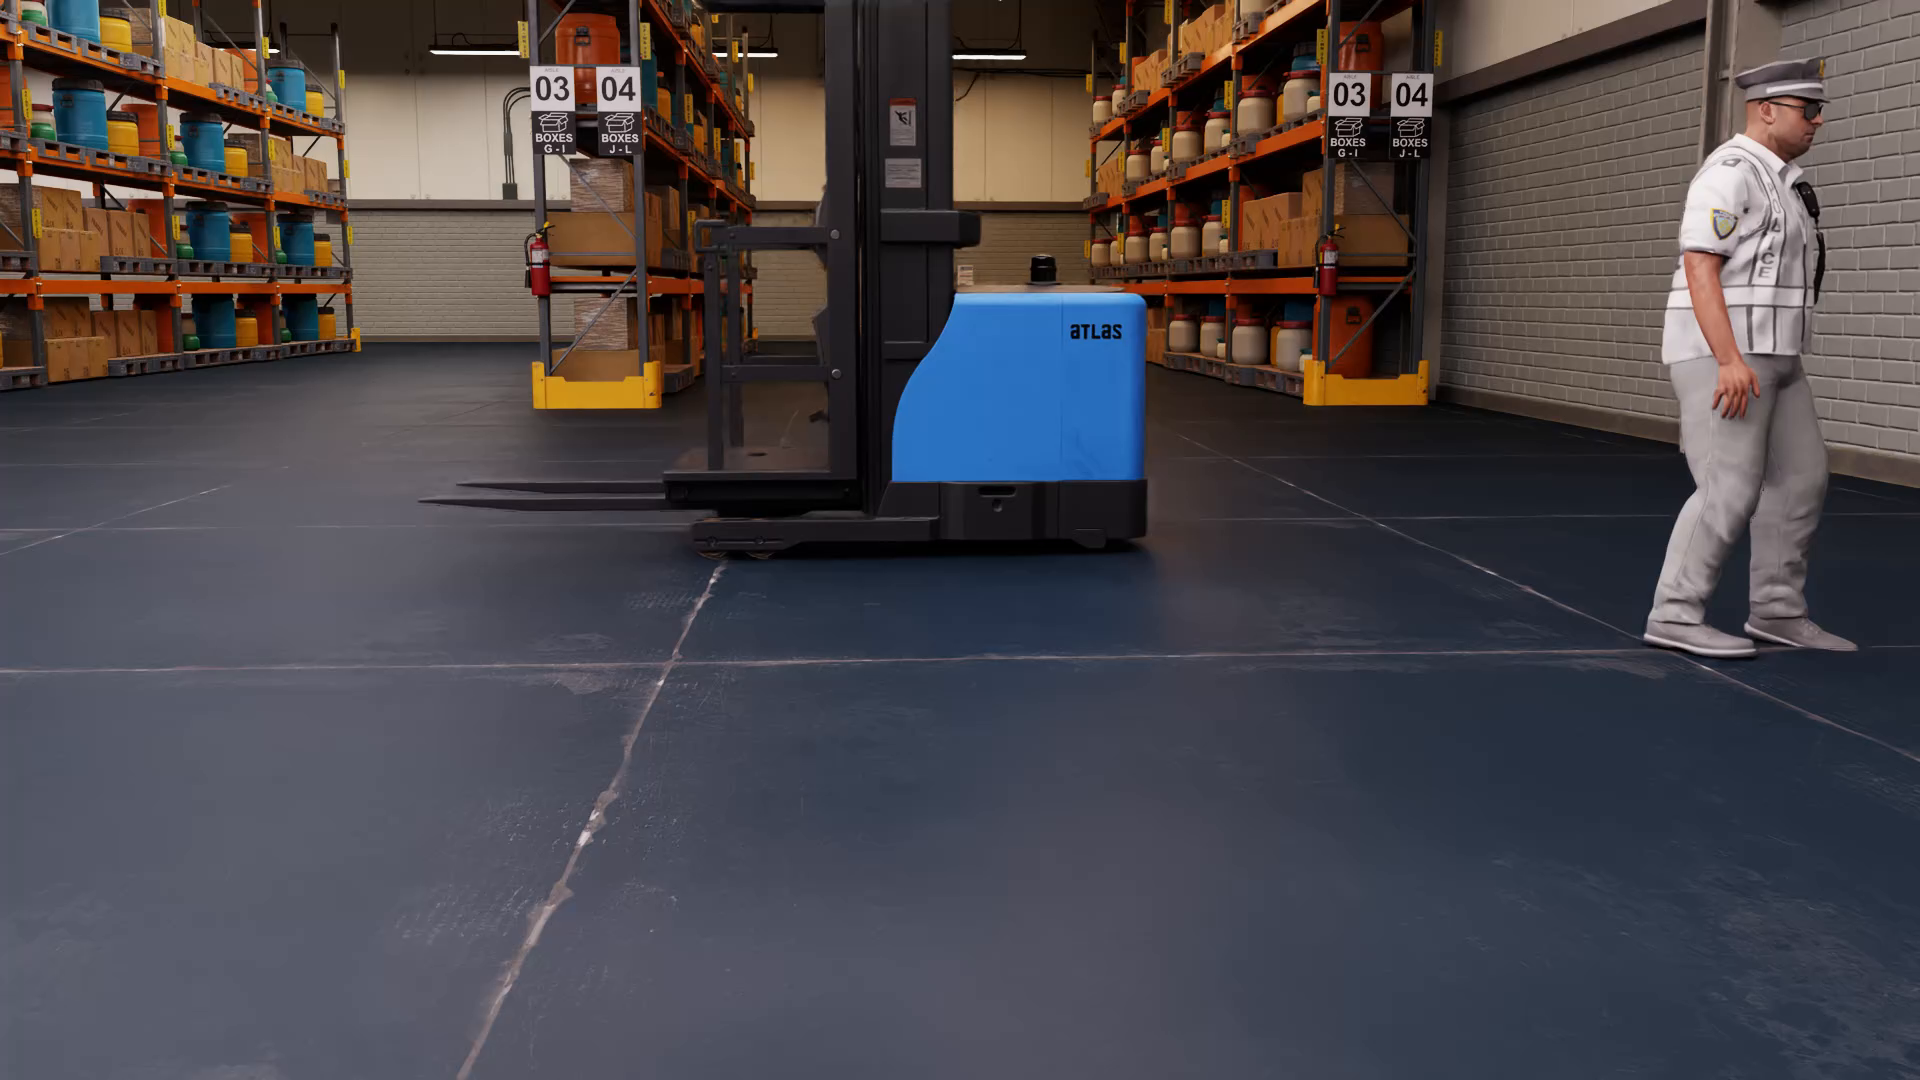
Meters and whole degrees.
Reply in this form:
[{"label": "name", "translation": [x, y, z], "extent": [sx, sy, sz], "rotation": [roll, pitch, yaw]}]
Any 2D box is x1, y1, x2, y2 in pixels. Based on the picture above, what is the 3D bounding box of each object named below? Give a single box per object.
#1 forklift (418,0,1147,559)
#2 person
[{"label": "forklift", "translation": [-0.753, -1.452, 7.107], "extent": [3.031, 2.935, 1.130], "rotation": [0, 8, -3]}, {"label": "person", "translation": [2.377, -0.511, 4.934], "extent": [0.613, 1.779, 0.509], "rotation": [-8, 12, -44]}]
